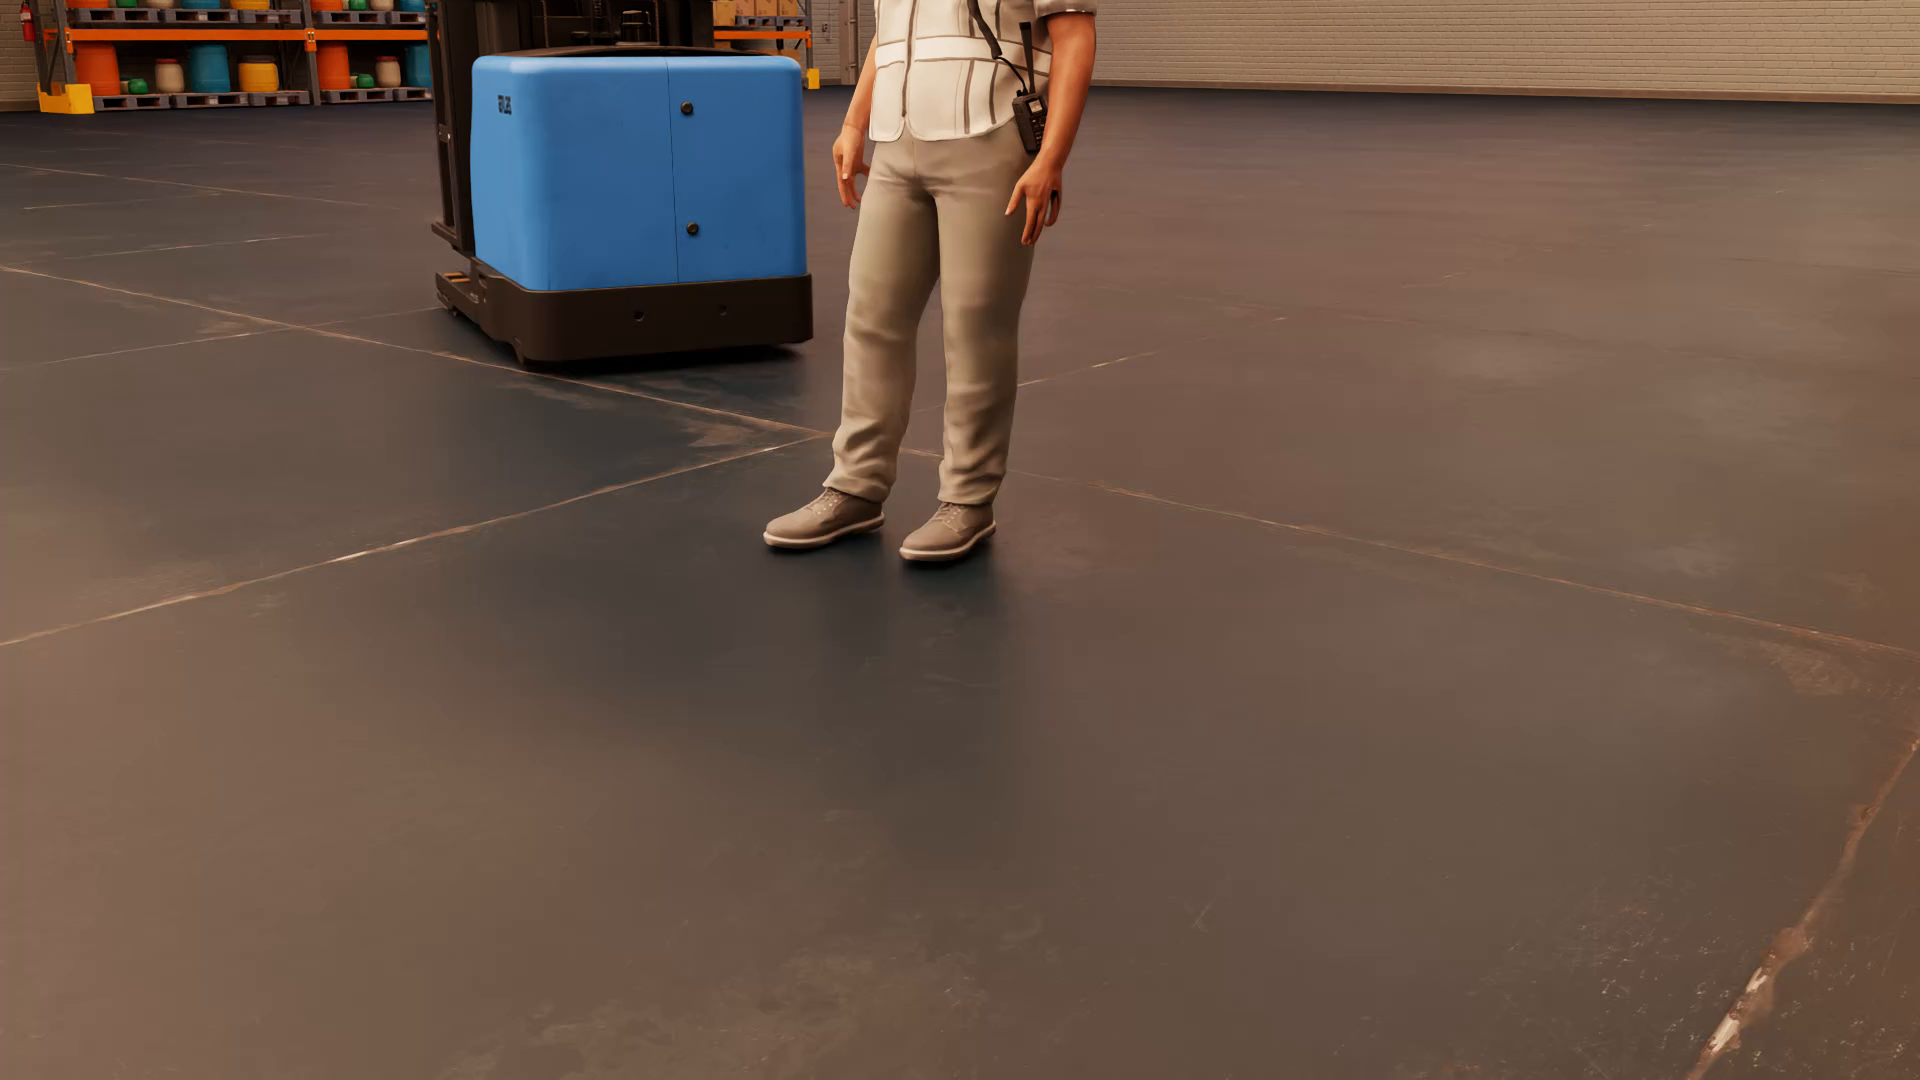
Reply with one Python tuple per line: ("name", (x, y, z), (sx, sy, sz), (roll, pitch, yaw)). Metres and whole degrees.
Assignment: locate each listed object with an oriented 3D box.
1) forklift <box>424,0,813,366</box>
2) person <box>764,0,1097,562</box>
("forklift", (-1.633, -2.399, 6.798), (1.130, 2.935, 3.031), (-8, 19, -24))
("person", (-0.059, -0.844, 3.631), (0.640, 1.781, 0.575), (13, 21, 37))
